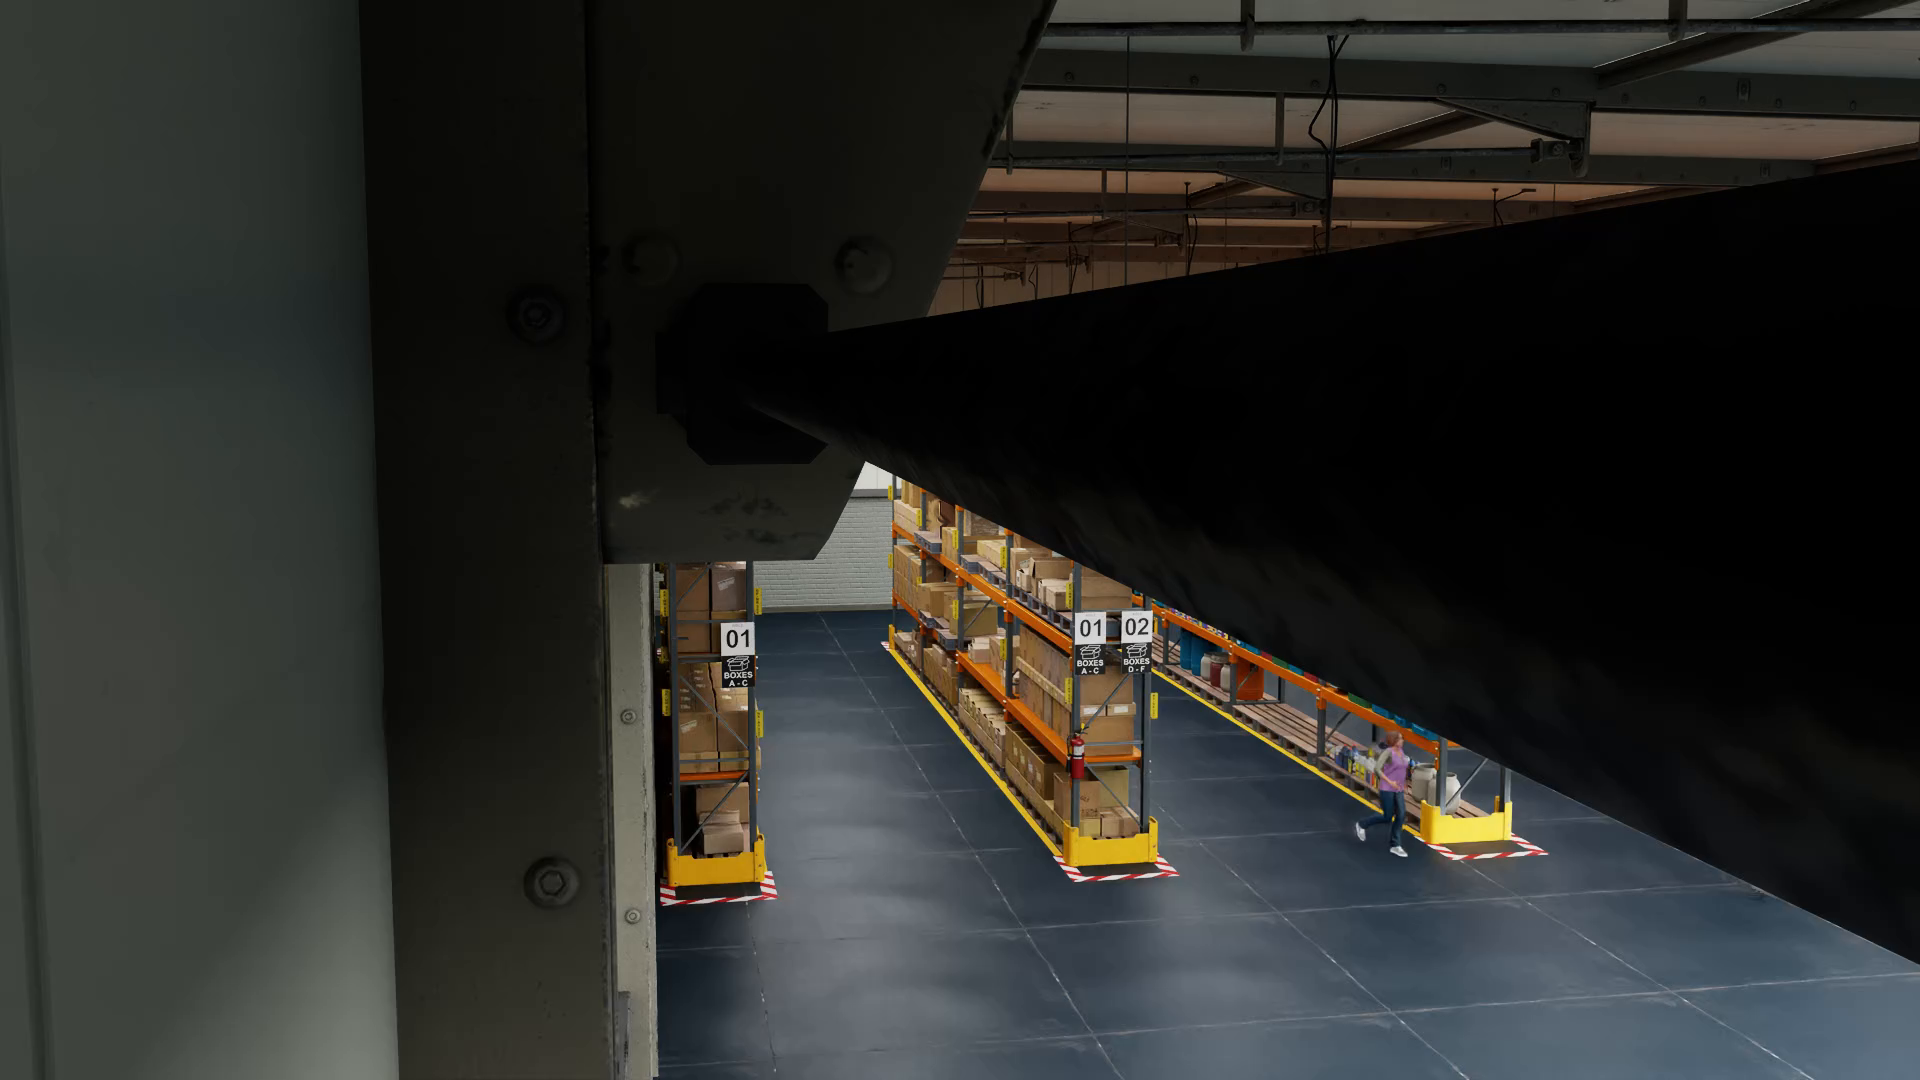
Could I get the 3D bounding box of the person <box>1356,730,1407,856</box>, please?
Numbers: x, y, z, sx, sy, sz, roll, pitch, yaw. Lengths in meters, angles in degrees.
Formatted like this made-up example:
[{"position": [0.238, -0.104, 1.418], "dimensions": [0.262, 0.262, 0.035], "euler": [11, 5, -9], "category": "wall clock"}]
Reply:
[{"position": [5.585, 3.236, 21.525], "dimensions": [0.600, 1.548, 0.780], "euler": [-5, 8, -41], "category": "person"}]
